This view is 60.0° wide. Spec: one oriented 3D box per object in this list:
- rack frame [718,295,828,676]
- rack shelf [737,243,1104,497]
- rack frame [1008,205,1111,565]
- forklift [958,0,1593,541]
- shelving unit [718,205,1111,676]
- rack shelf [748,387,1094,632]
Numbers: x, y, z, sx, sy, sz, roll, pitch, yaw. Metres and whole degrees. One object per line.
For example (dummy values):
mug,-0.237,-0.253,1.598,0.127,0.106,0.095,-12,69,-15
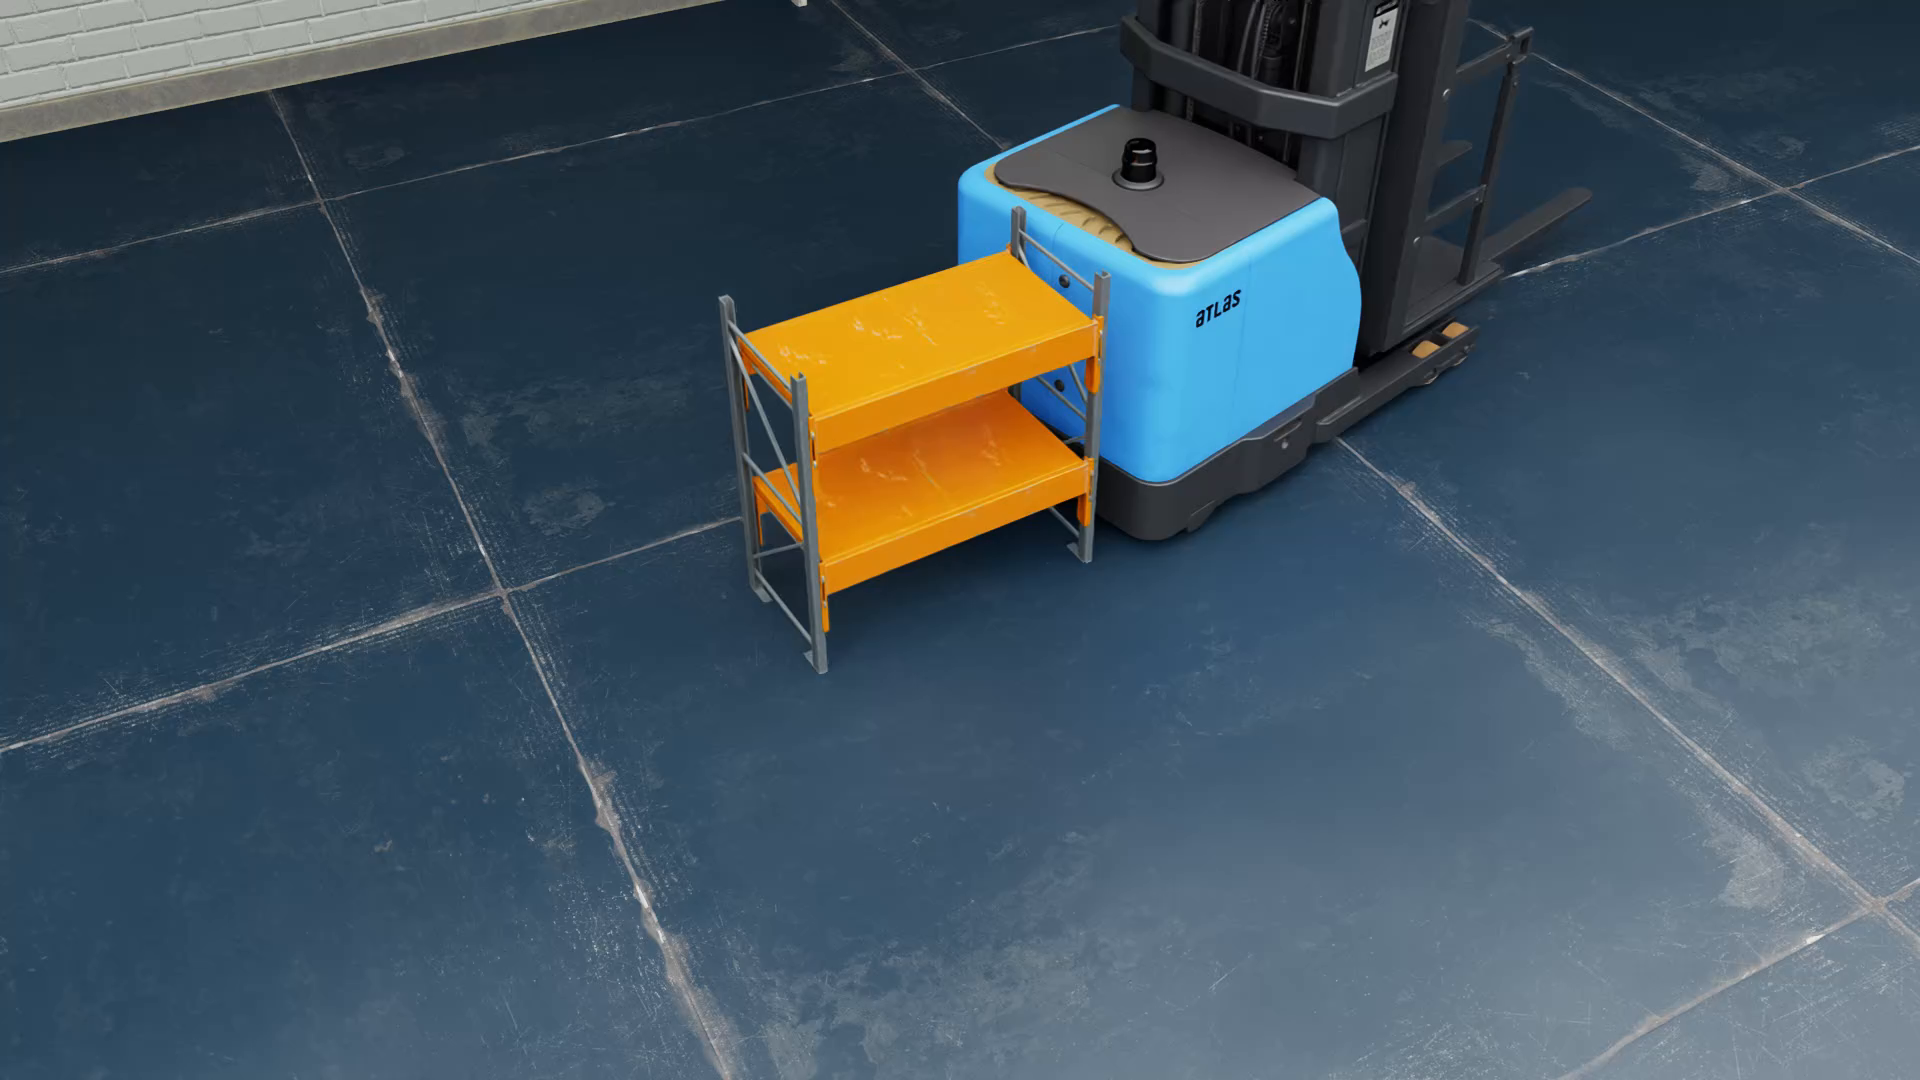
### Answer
rack frame,-0.561,-0.144,5.050,0.032,1.125,0.500,-22,45,-24
rack shelf,-0.128,-0.540,5.064,1.000,0.278,0.538,-22,45,-24
rack frame,0.306,-0.488,5.456,0.032,1.125,0.500,-22,45,-24
forklift,1.401,-1.945,5.780,3.031,2.935,1.130,-31,49,-31
shelving unit,-0.128,-0.316,5.253,1.048,1.125,0.538,-22,45,-24
rack shelf,-0.128,-0.130,5.411,1.000,0.278,0.538,-22,45,-24
